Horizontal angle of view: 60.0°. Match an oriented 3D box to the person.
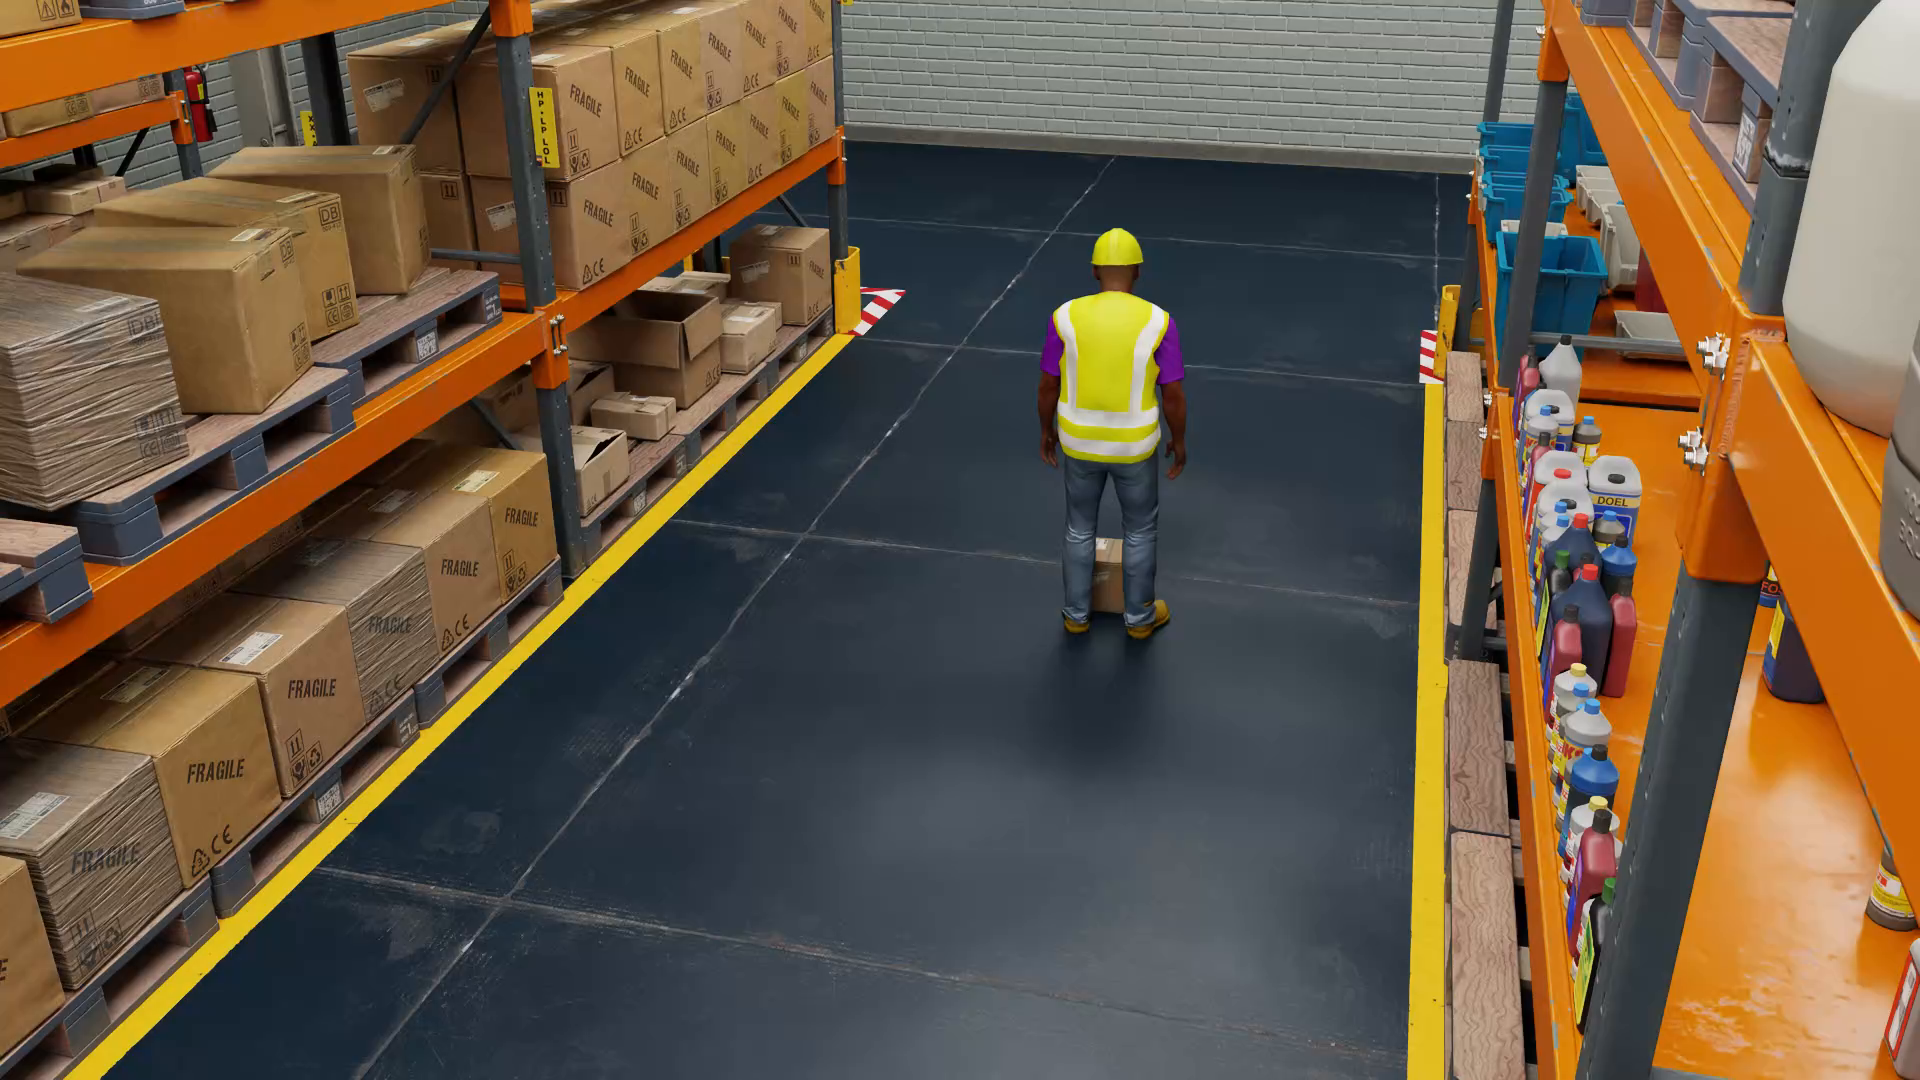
[{"bbox_3d":[12.422,-3.821,5.705,23.262,9.002,7.034,6,26,13],"label":"person"}]
